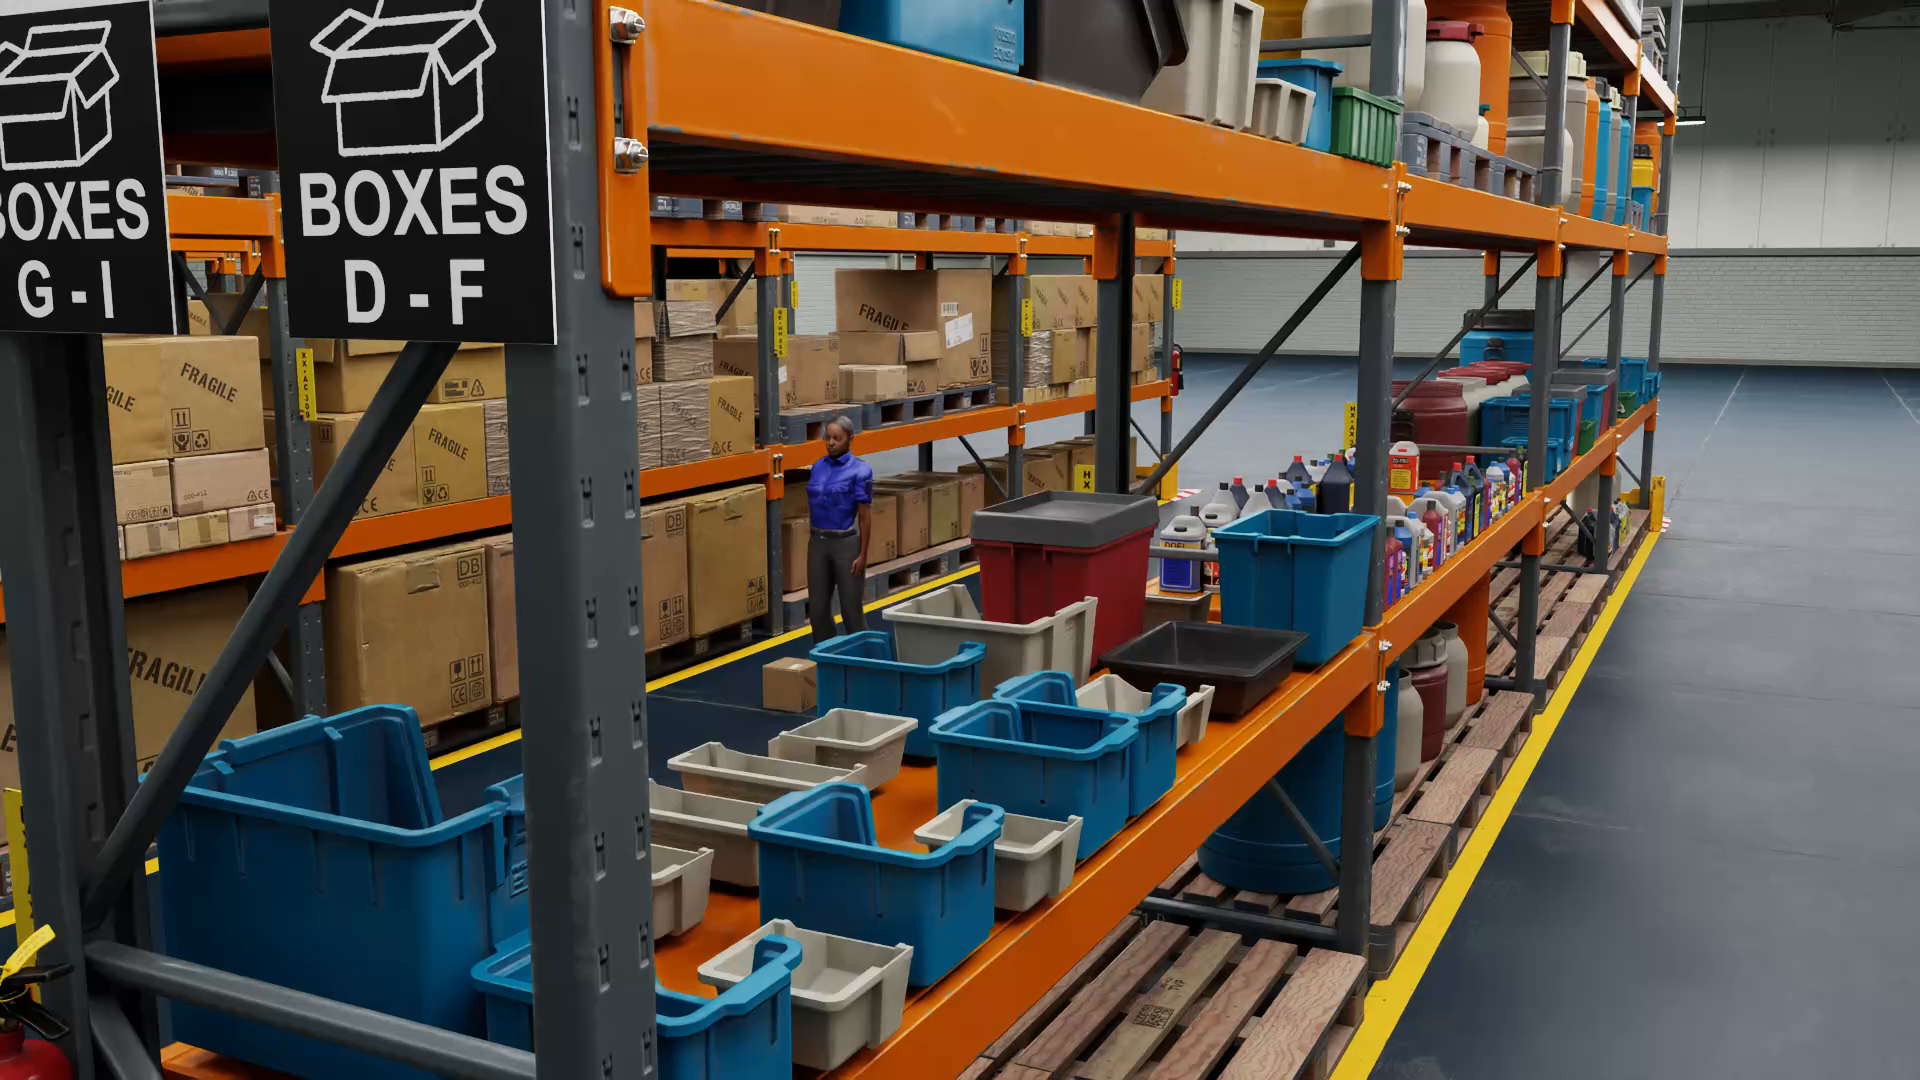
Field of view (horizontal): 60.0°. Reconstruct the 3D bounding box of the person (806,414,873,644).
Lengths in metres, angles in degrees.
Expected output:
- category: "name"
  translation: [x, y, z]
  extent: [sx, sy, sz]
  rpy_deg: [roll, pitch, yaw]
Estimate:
- category: "person"
  translation: [-0.721, 0.081, 9.915]
  extent: [0.437, 1.661, 0.312]
  rpy_deg: [5, 11, 30]
